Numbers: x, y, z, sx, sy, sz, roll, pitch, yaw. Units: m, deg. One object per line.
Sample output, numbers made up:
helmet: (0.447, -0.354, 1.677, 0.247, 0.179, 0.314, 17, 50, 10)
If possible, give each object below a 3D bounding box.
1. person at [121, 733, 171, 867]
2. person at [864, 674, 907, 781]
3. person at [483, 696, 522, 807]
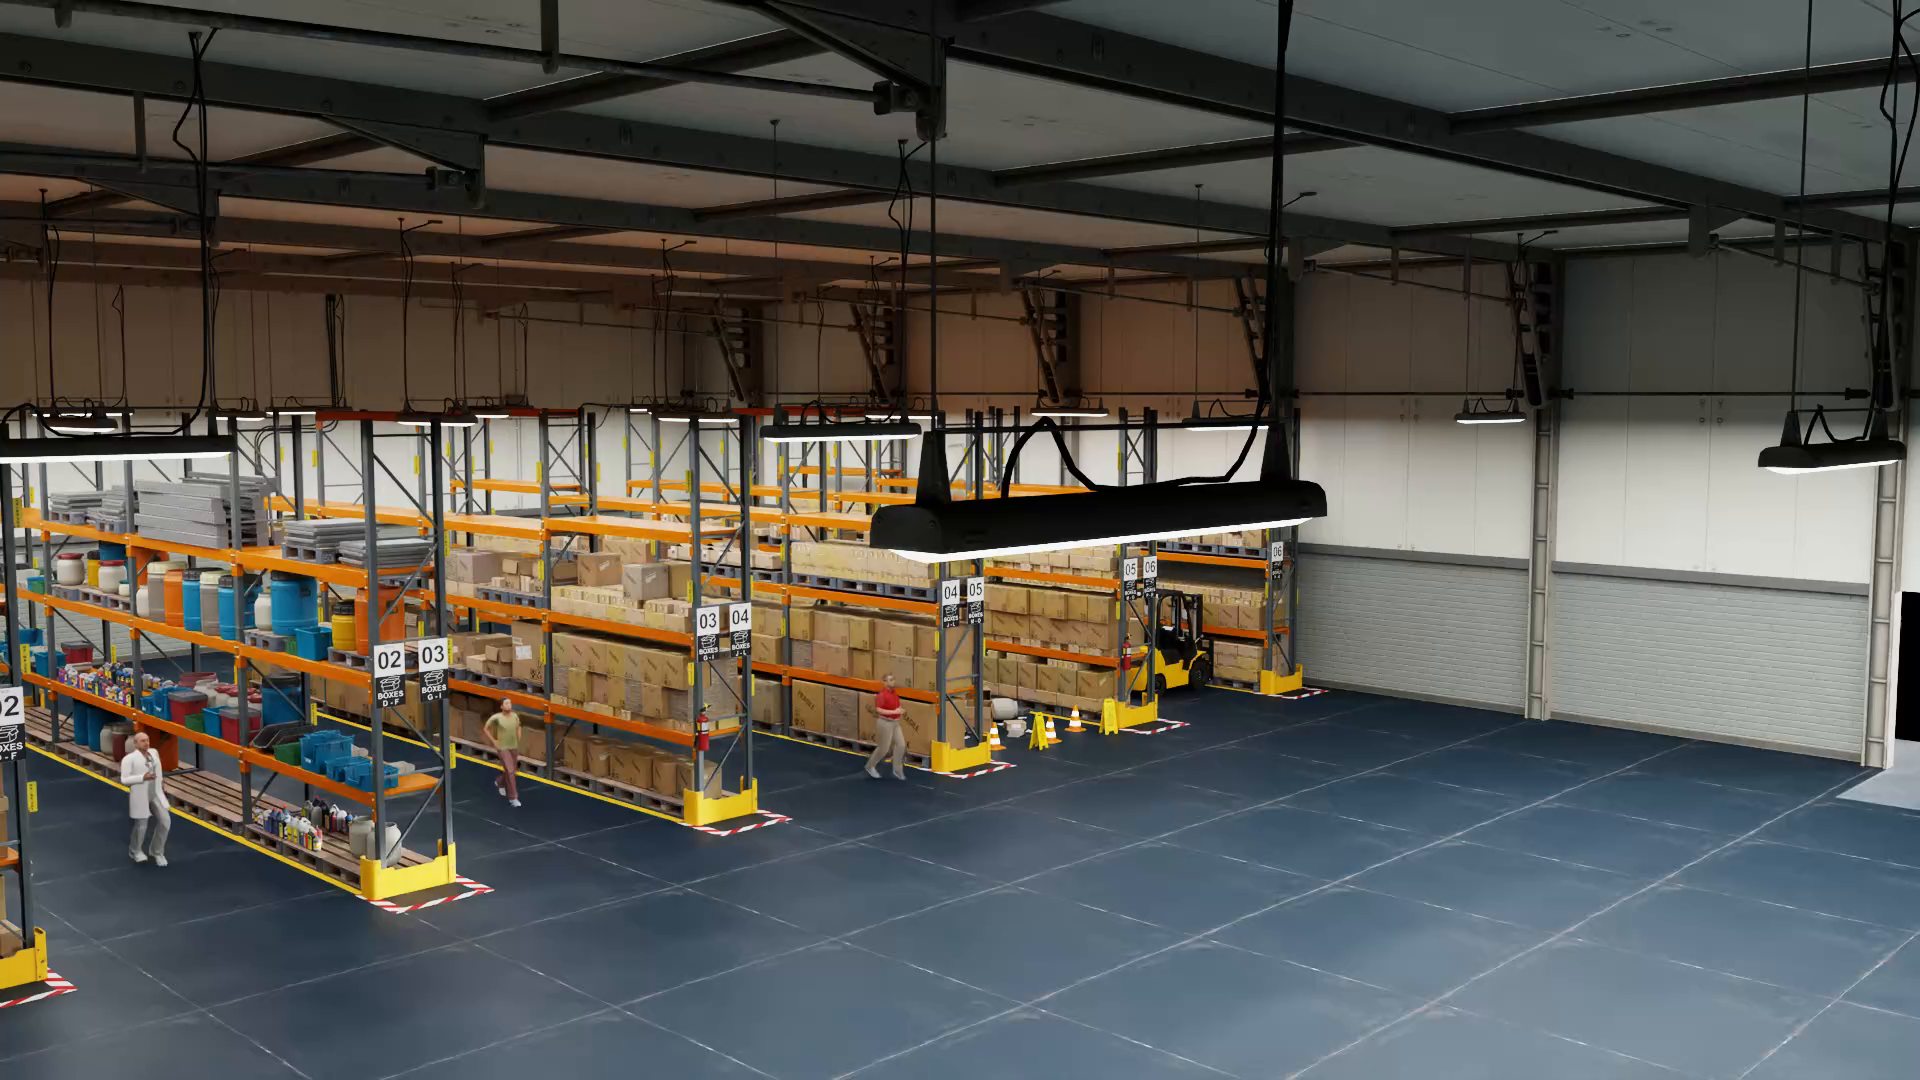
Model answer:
person: (-10.870, 3.480, 22.236, 0.777, 1.826, 0.685, 3, 6, 34)
person: (-1.217, 3.087, 27.206, 0.760, 1.821, 0.690, 2, 6, 25)
person: (-7.017, 3.231, 25.657, 0.805, 1.672, 0.582, 5, 7, 43)
